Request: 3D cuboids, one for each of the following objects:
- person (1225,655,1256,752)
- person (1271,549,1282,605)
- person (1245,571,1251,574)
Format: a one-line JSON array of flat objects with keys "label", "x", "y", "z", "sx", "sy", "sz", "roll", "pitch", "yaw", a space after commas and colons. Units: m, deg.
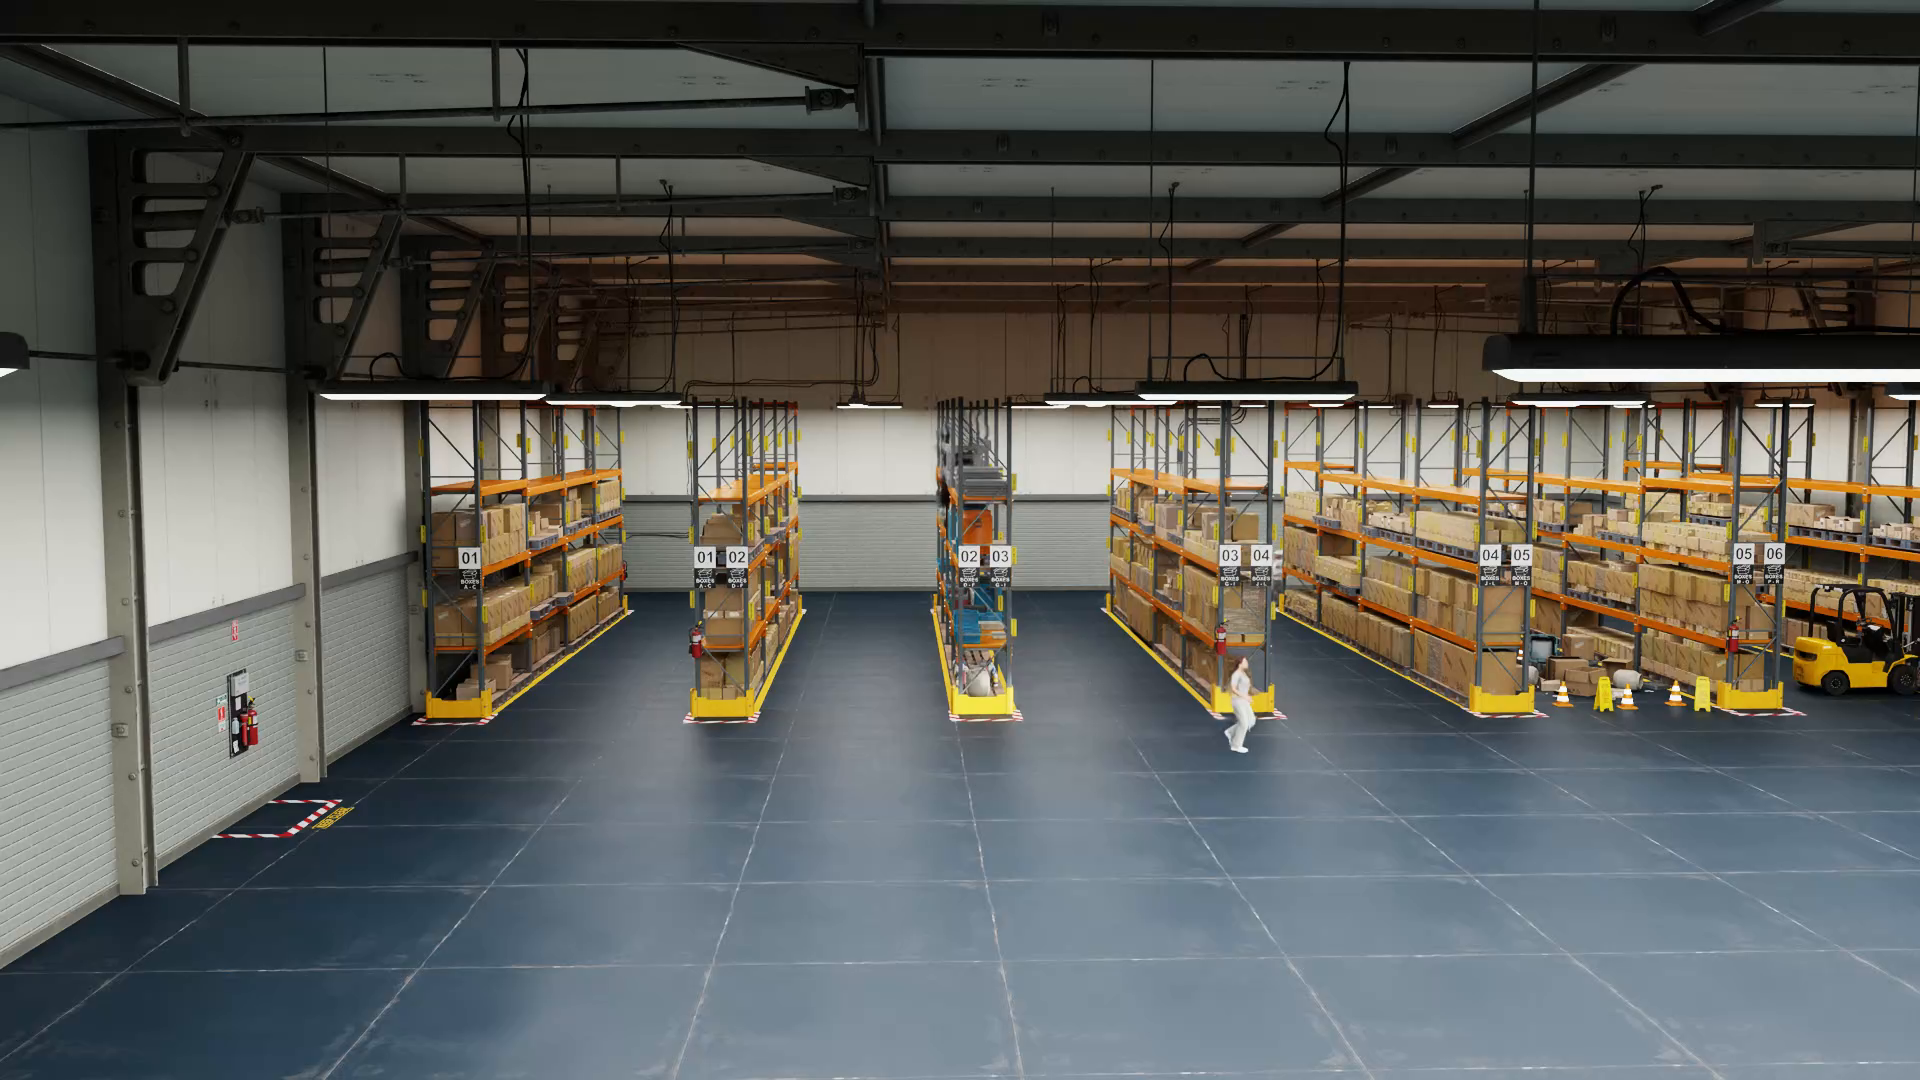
[{"label": "person", "x": 4.698, "y": 2.750, "z": 27.973, "sx": 0.557, "sy": 1.635, "sz": 0.575, "roll": 2, "pitch": 5, "yaw": 27}, {"label": "person", "x": 9.265, "y": 1.099, "z": 49.033, "sx": 0.469, "sy": 1.669, "sz": 0.831, "roll": -1, "pitch": 4, "yaw": -10}, {"label": "person", "x": 7.989, "y": 1.263, "z": 46.485, "sx": 0.704, "sy": 1.751, "sz": 1.010, "roll": 0, "pitch": 4, "yaw": 4}]
